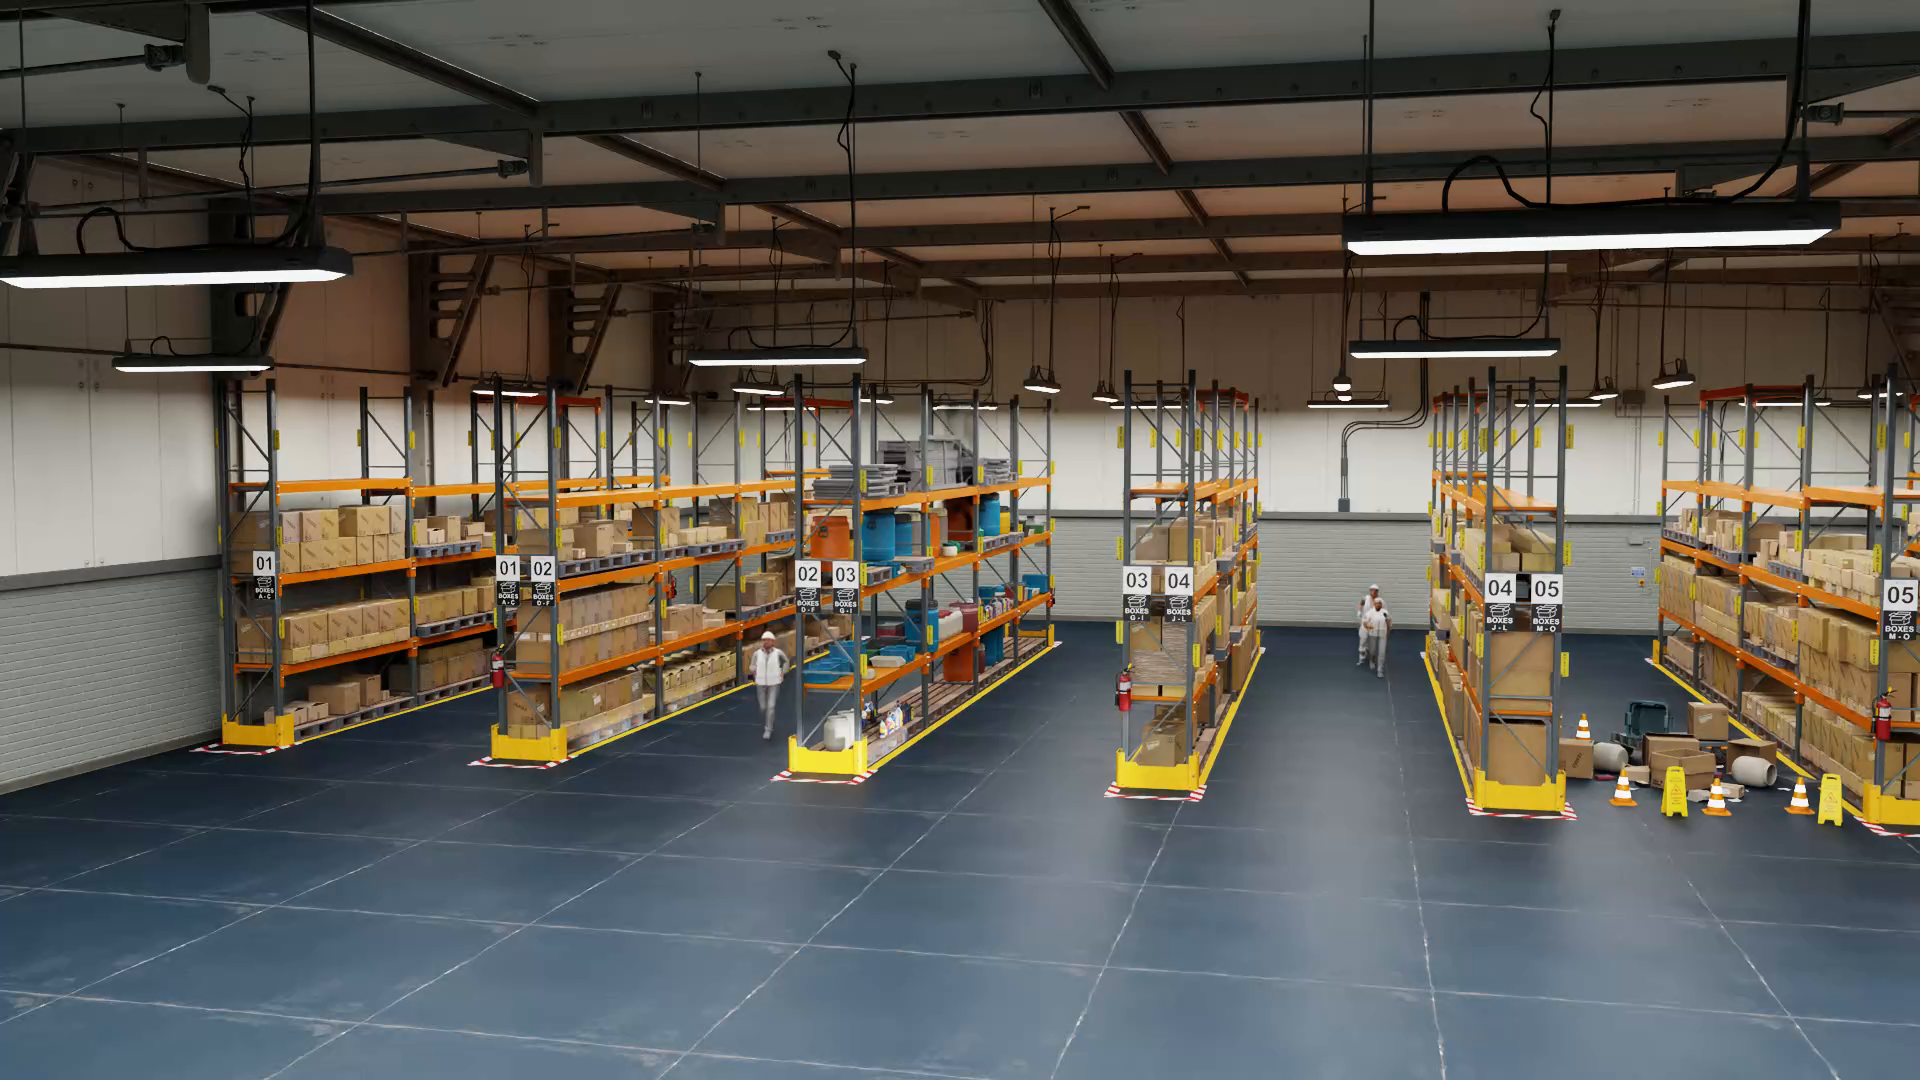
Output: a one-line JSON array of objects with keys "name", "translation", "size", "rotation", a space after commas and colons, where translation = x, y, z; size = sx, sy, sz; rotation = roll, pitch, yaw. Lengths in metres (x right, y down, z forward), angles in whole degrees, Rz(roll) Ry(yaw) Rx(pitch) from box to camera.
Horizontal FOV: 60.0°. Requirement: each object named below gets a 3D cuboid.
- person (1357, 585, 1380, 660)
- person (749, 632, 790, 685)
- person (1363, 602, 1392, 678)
[{"name": "person", "translation": [9.184, 1.832, 37.264], "size": [0.550, 1.689, 0.775], "rotation": [1, 4, 19]}, {"name": "person", "translation": [-3.236, 1.991, 27.987], "size": [0.661, 0.885, 0.605], "rotation": [0, 3, 5]}, {"name": "person", "translation": [8.880, 2.069, 35.352], "size": [0.608, 1.633, 0.876], "rotation": [1, 3, 8]}]
